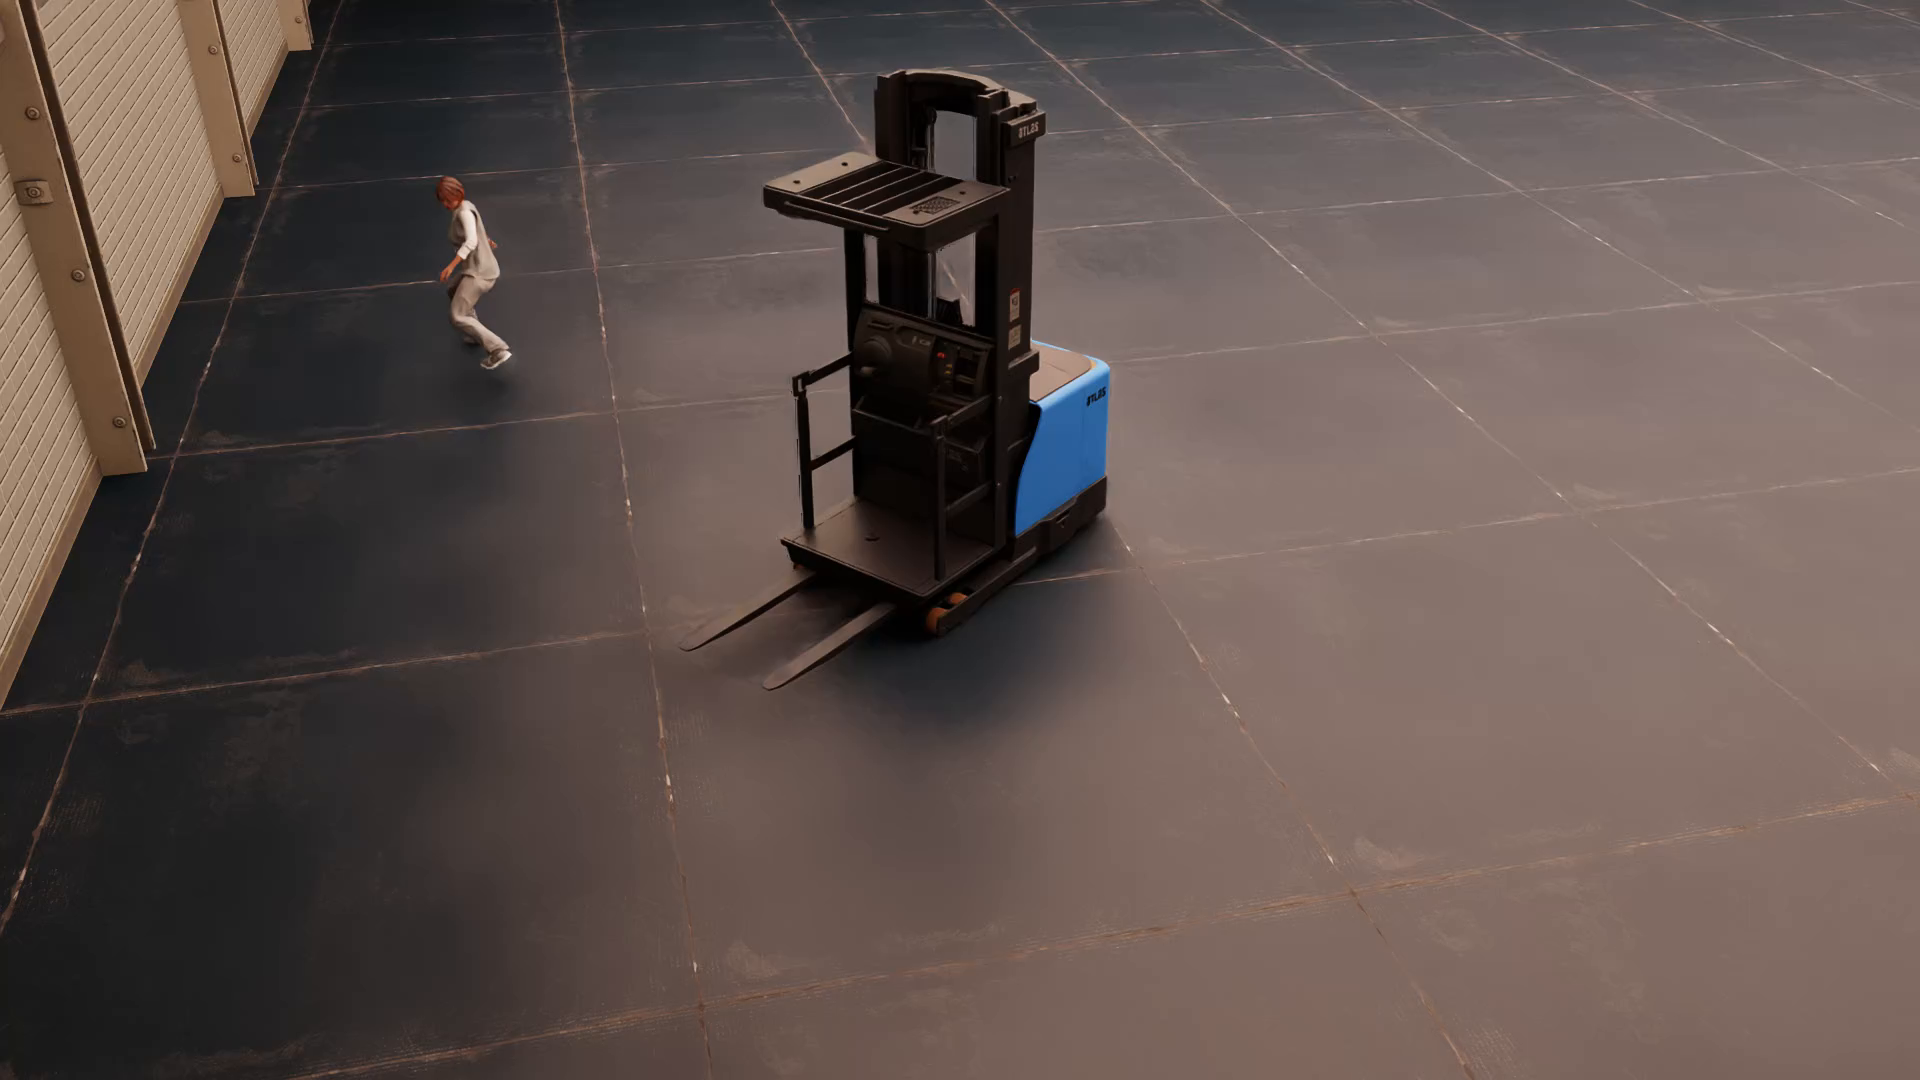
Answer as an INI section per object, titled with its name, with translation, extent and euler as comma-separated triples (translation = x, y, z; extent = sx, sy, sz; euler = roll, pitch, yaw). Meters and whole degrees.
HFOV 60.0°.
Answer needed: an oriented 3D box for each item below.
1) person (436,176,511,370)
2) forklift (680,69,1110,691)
[person]
translation = -3.705, -2.043, 12.646
extent = 0.489, 1.484, 1.032
euler = -5, 30, -9
[forklift]
translation = -0.349, -0.995, 9.293
extent = 1.130, 2.935, 3.031
euler = 21, 36, 31
